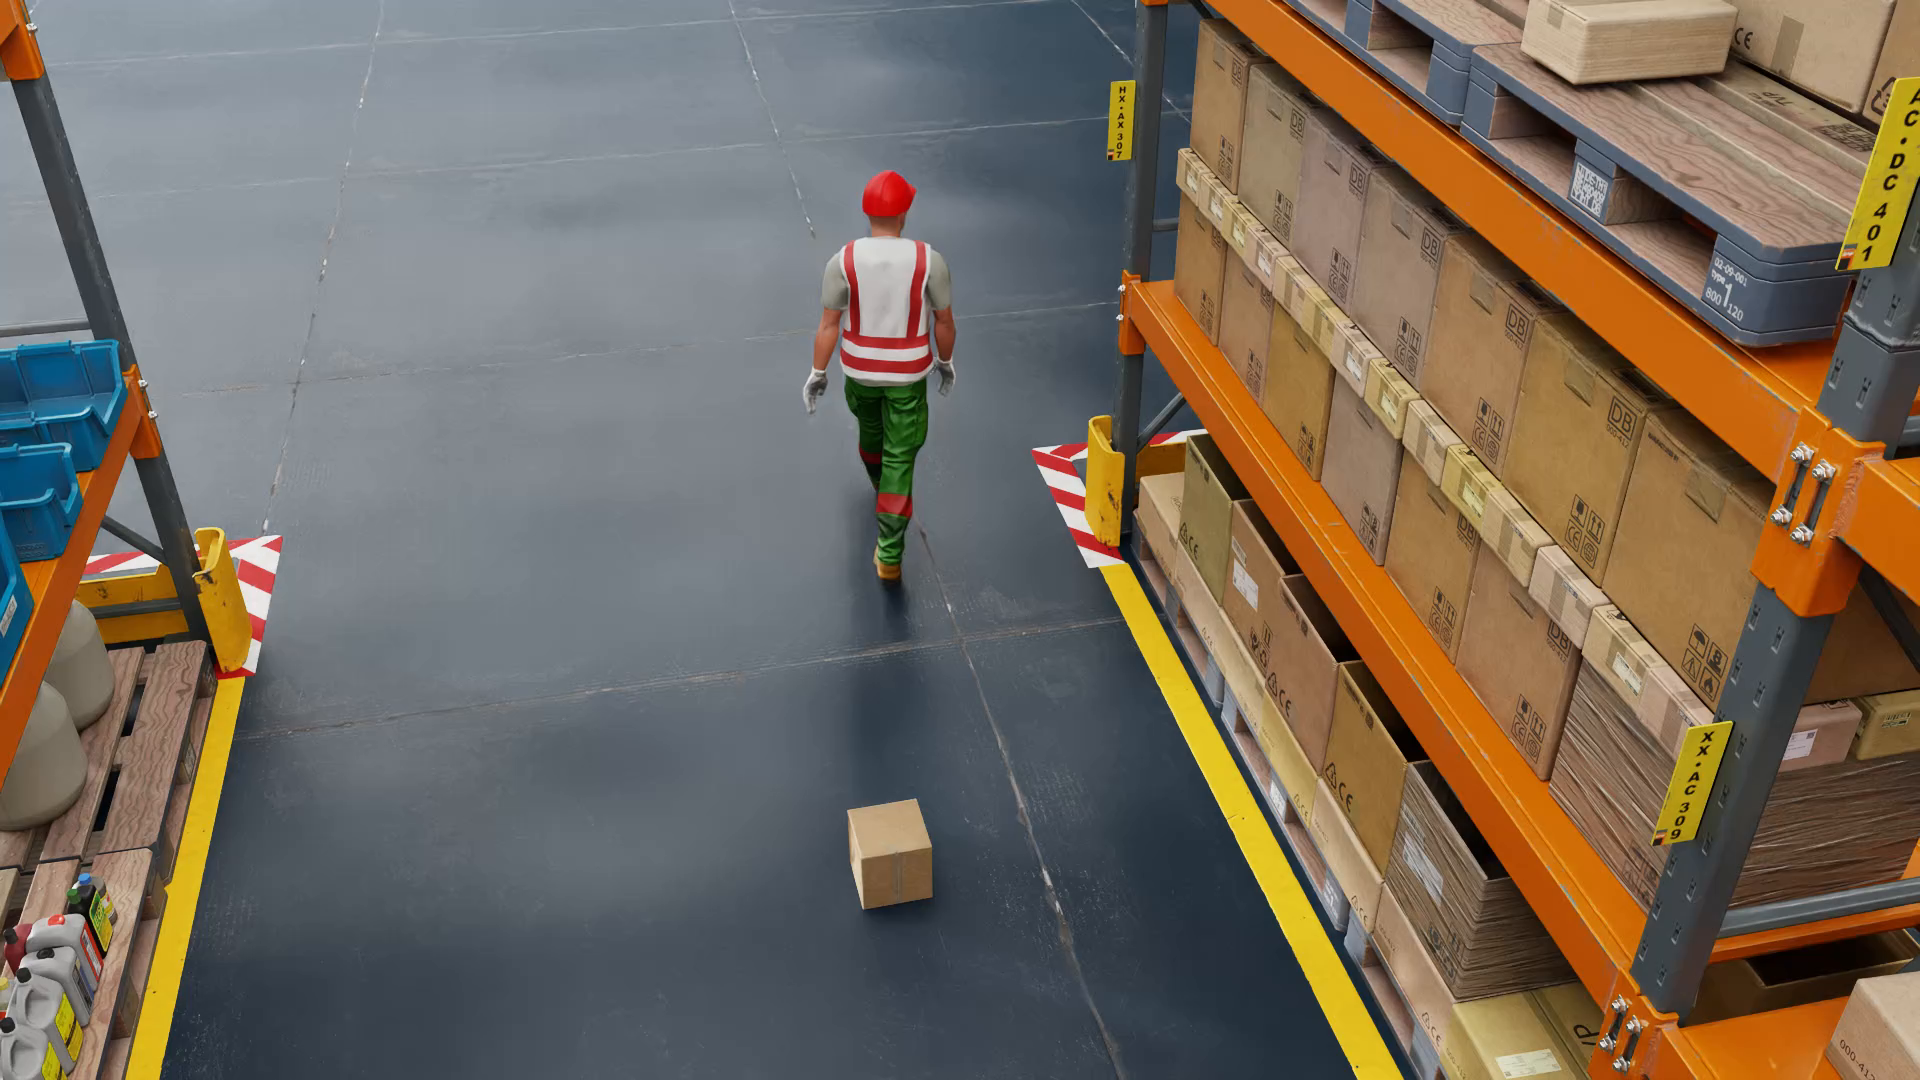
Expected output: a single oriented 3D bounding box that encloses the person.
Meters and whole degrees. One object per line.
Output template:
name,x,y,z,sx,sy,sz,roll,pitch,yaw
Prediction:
person,-0.338,-0.781,7.300,0.644,1.732,1.101,4,34,6
